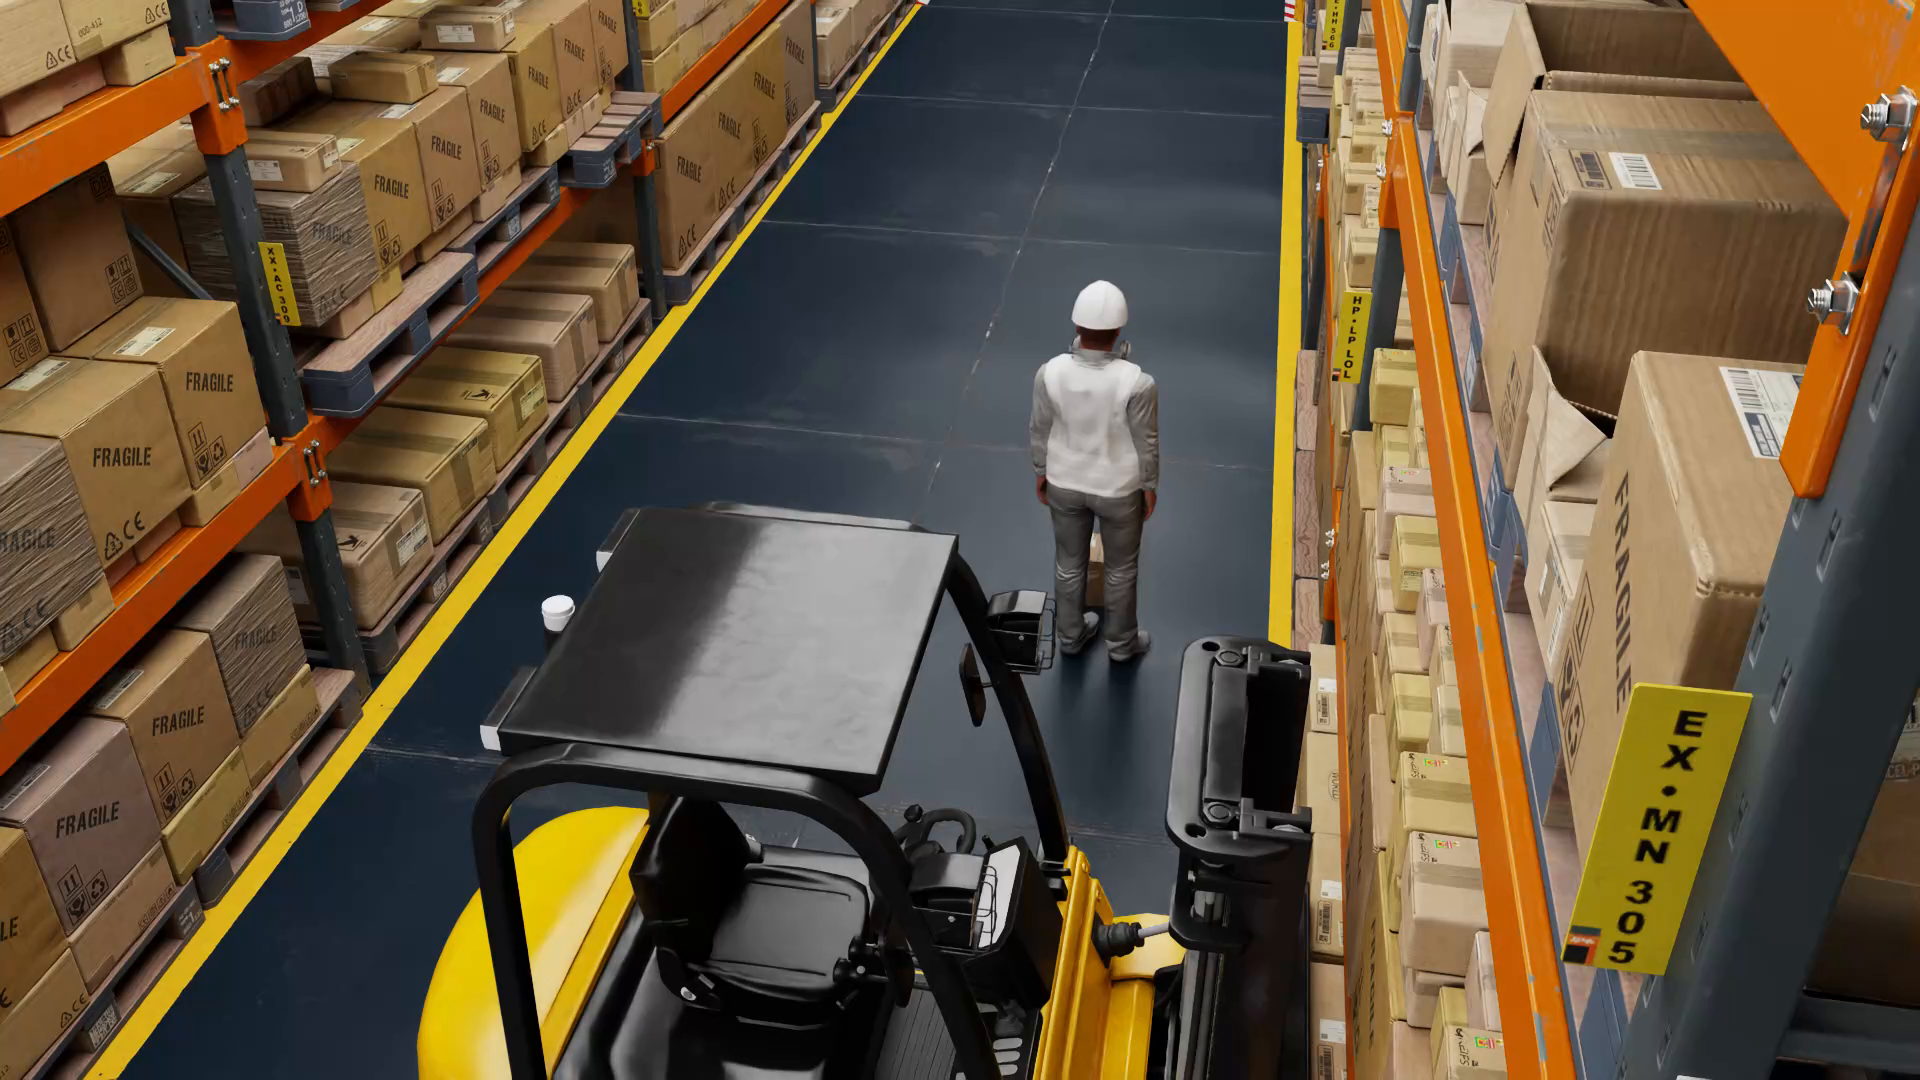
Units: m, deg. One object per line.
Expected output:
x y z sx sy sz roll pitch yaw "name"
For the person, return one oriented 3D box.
0.573 -0.255 7.020 0.548 1.808 0.413 11 34 16 "person"
